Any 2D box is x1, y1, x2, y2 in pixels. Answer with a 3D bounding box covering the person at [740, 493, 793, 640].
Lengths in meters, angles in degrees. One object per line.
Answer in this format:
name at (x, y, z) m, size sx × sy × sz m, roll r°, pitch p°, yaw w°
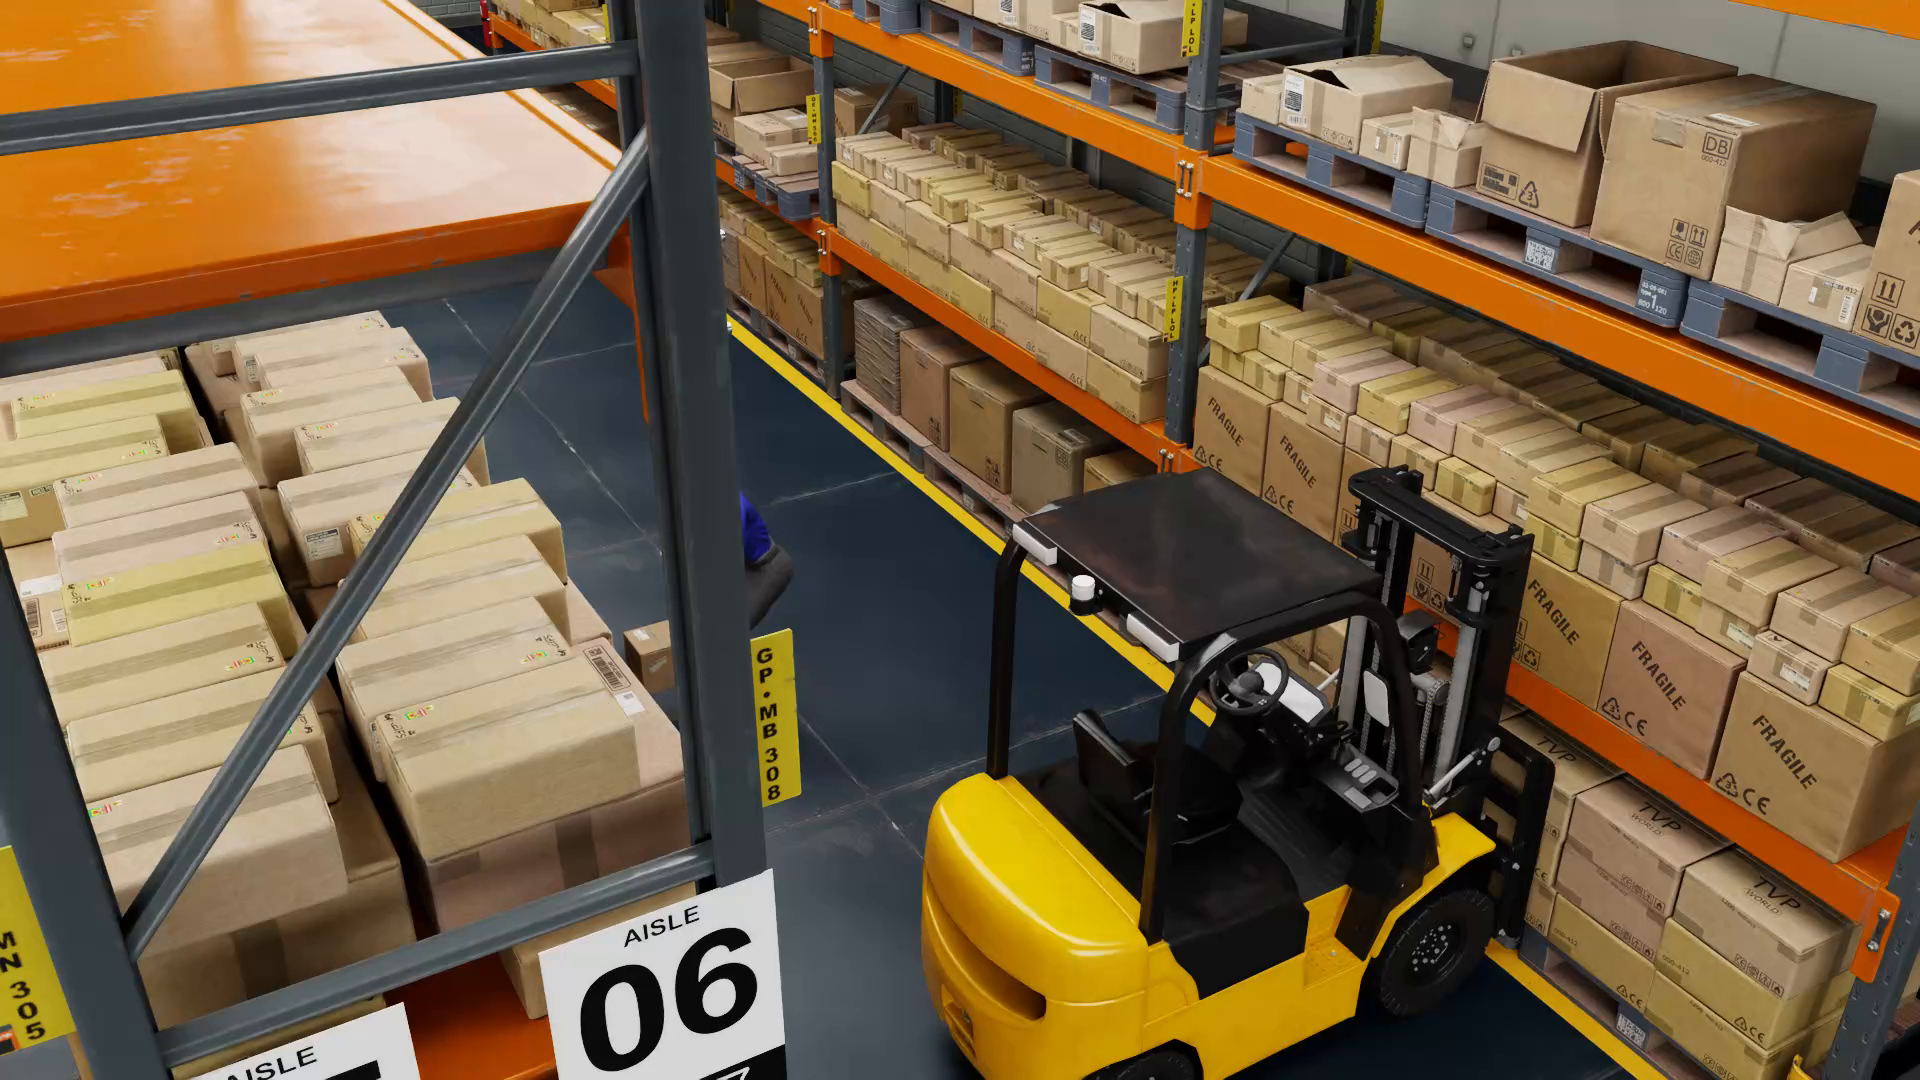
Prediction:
person at (-1.157, 0.202, 8.512) m, size 0.635 × 1.363 × 0.496 m, roll -16°, pitch 33°, yaw -26°
